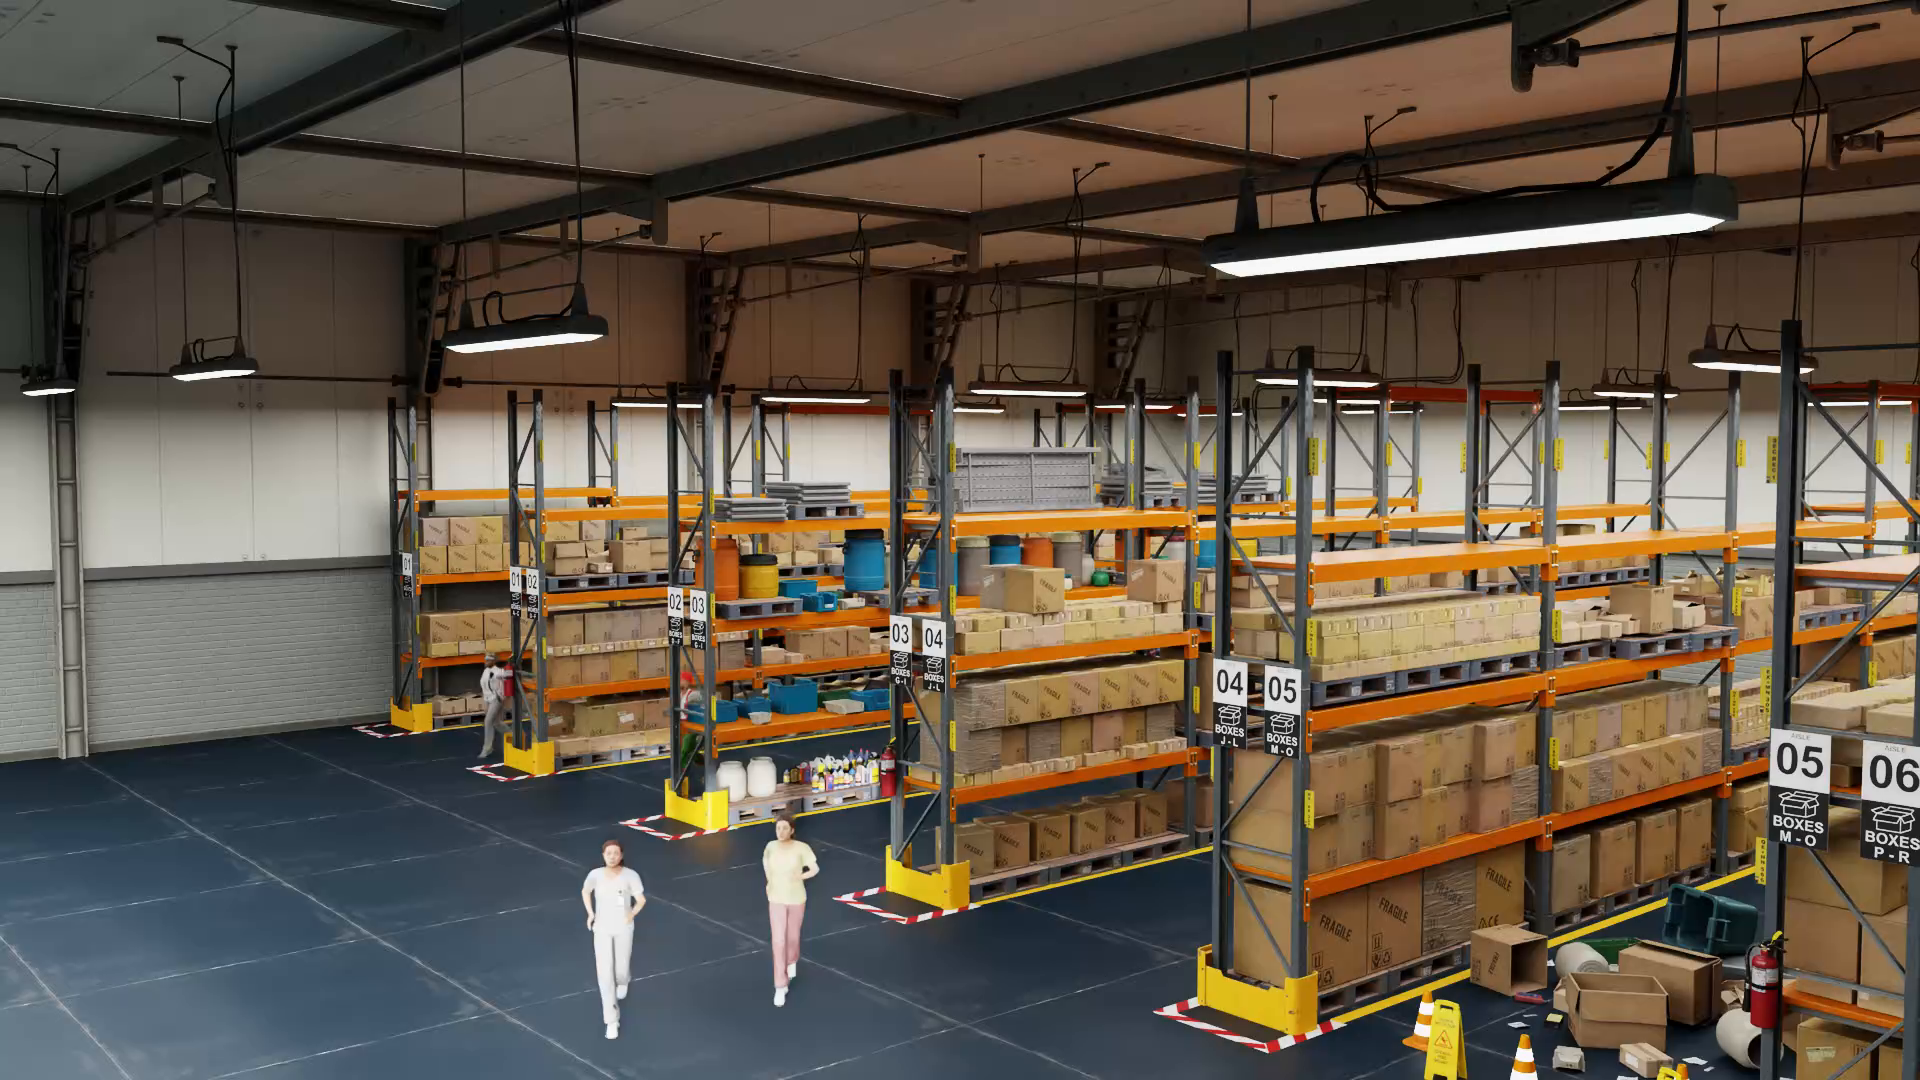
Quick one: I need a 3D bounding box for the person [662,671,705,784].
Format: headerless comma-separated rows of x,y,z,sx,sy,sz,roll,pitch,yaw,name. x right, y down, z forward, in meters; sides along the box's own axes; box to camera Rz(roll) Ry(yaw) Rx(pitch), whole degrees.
-3.961,2.833,24.530,0.980,1.814,0.673,-3,4,-41,person

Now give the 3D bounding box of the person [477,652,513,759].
-7.685,2.707,27.551,0.643,1.743,0.855,3,5,43,person

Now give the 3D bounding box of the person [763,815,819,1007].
-1.597,3.412,15.632,0.558,1.693,0.894,0,3,1,person

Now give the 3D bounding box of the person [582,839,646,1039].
-3.081,3.480,14.788,0.567,1.669,0.879,0,3,-7,person
